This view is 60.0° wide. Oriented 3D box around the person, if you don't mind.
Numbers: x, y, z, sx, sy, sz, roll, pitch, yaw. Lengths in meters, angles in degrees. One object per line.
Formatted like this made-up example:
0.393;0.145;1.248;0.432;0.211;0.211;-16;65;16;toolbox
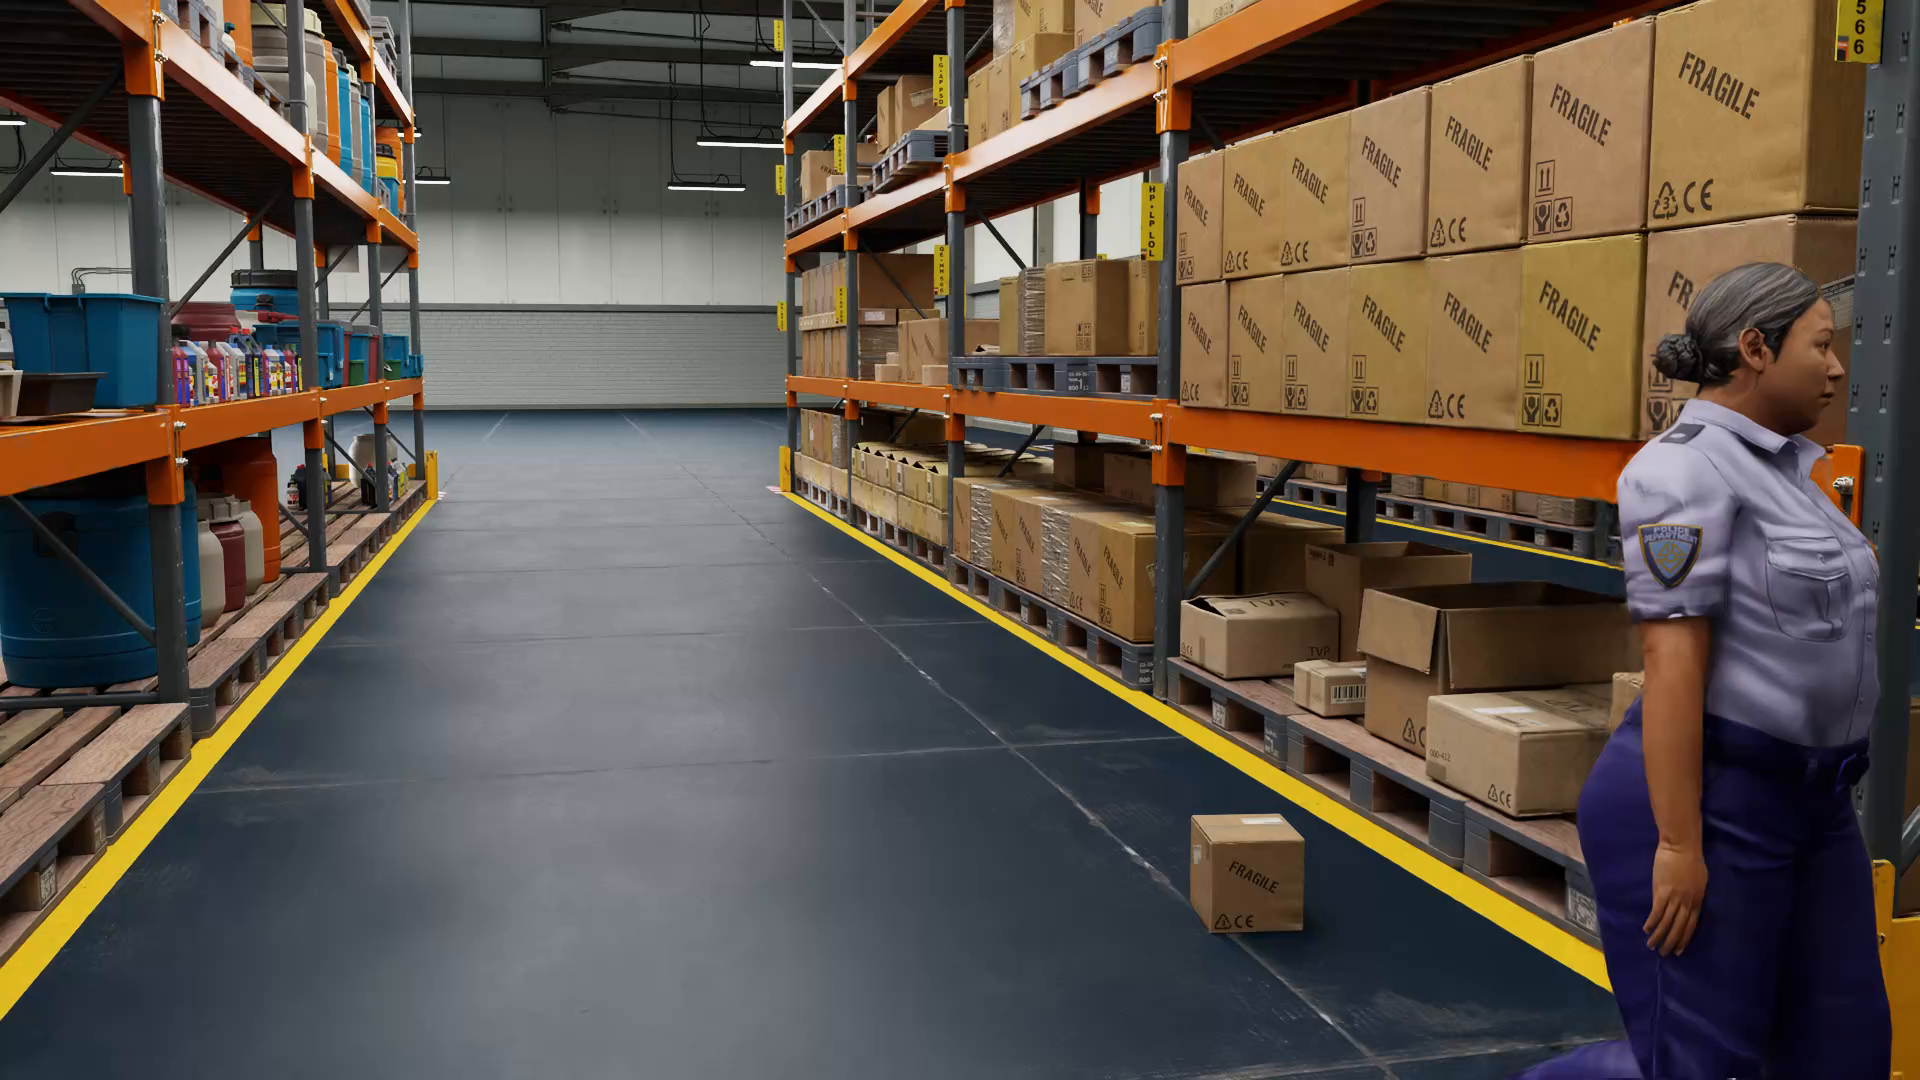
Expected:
1.088;0.414;2.442;0.522;1.607;0.719;-5;8;-40;person
